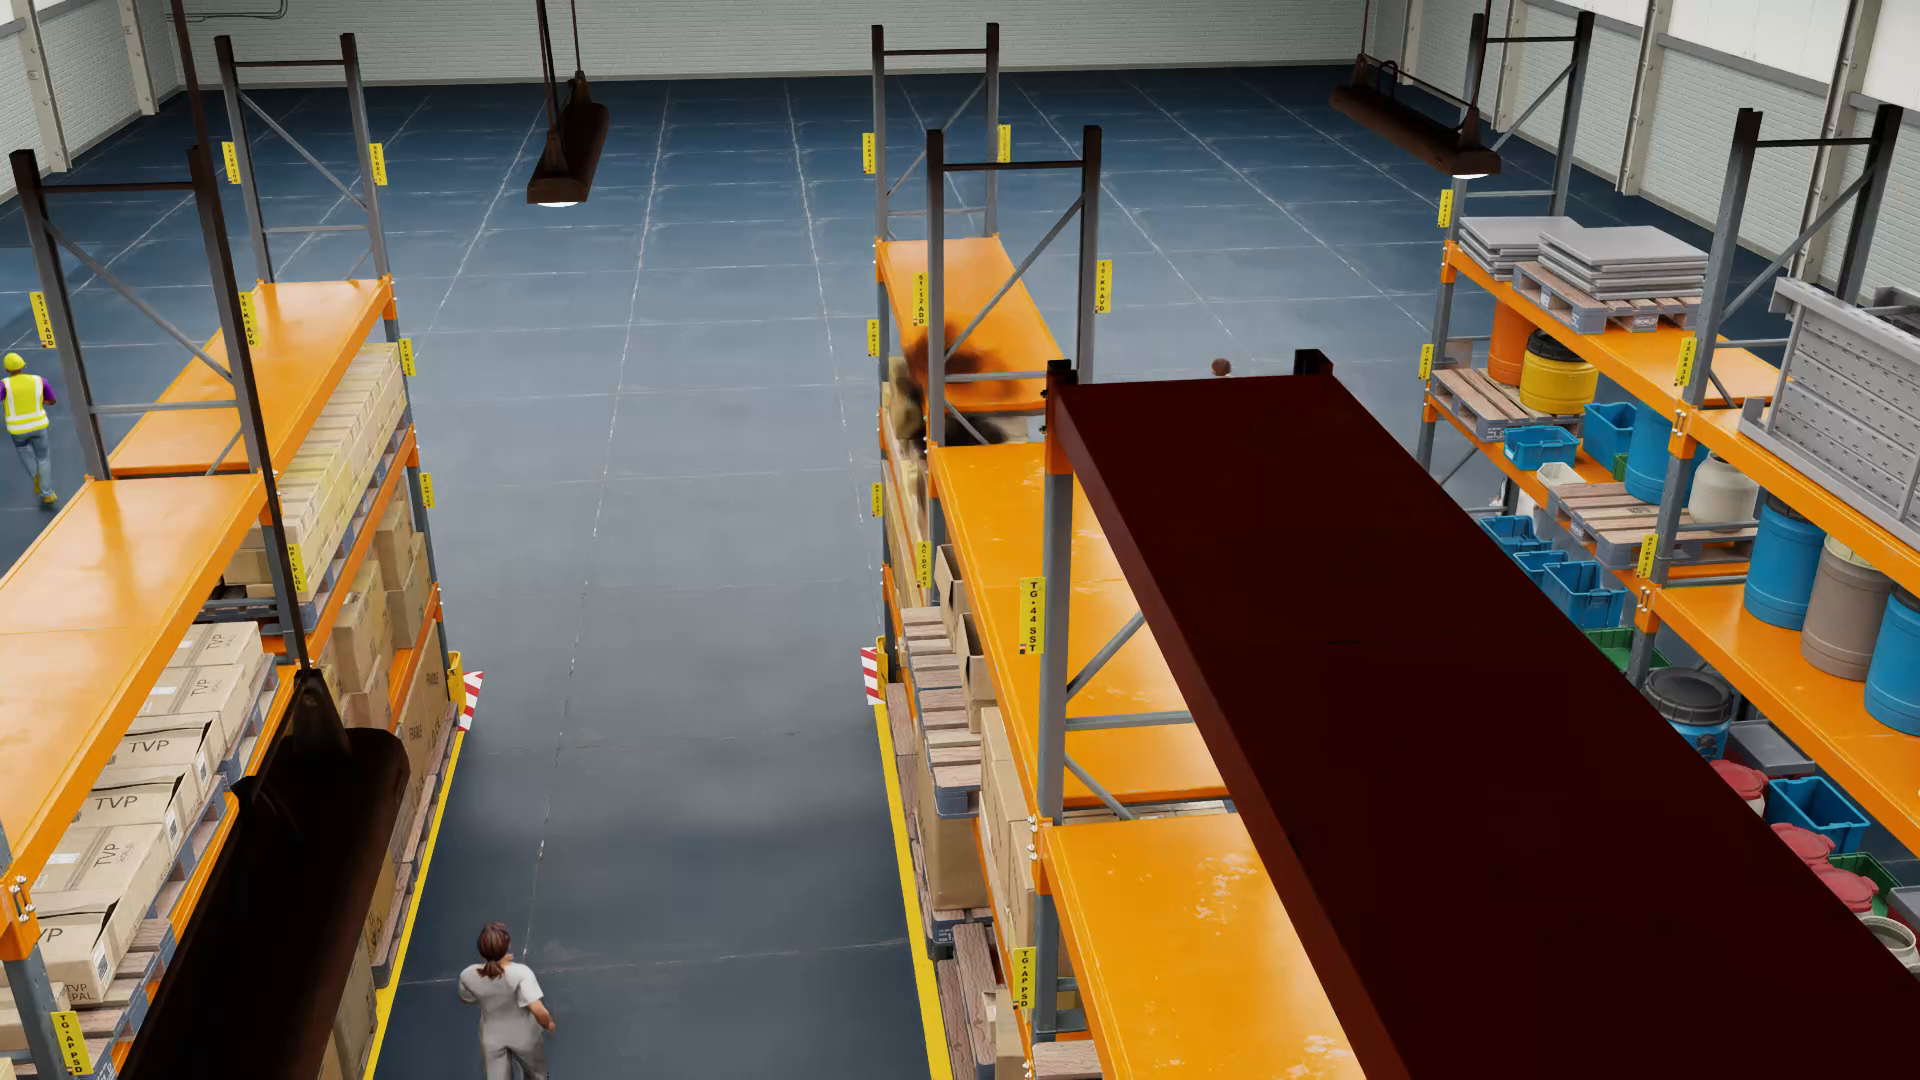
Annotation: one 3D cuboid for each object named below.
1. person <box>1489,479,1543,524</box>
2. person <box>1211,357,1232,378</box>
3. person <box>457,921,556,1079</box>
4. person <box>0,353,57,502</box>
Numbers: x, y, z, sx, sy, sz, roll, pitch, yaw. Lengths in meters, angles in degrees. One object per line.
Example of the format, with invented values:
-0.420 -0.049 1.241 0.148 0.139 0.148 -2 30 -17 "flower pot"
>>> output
5.596 -0.132 16.761 0.671 1.722 0.716 18 31 34 "person"
3.105 -1.343 19.493 0.717 1.628 0.564 11 28 23 "person"
-2.620 2.919 9.725 0.553 1.693 0.851 -2 26 -5 "person"
-10.747 -1.289 19.166 0.731 1.748 0.804 -18 31 -33 "person"
